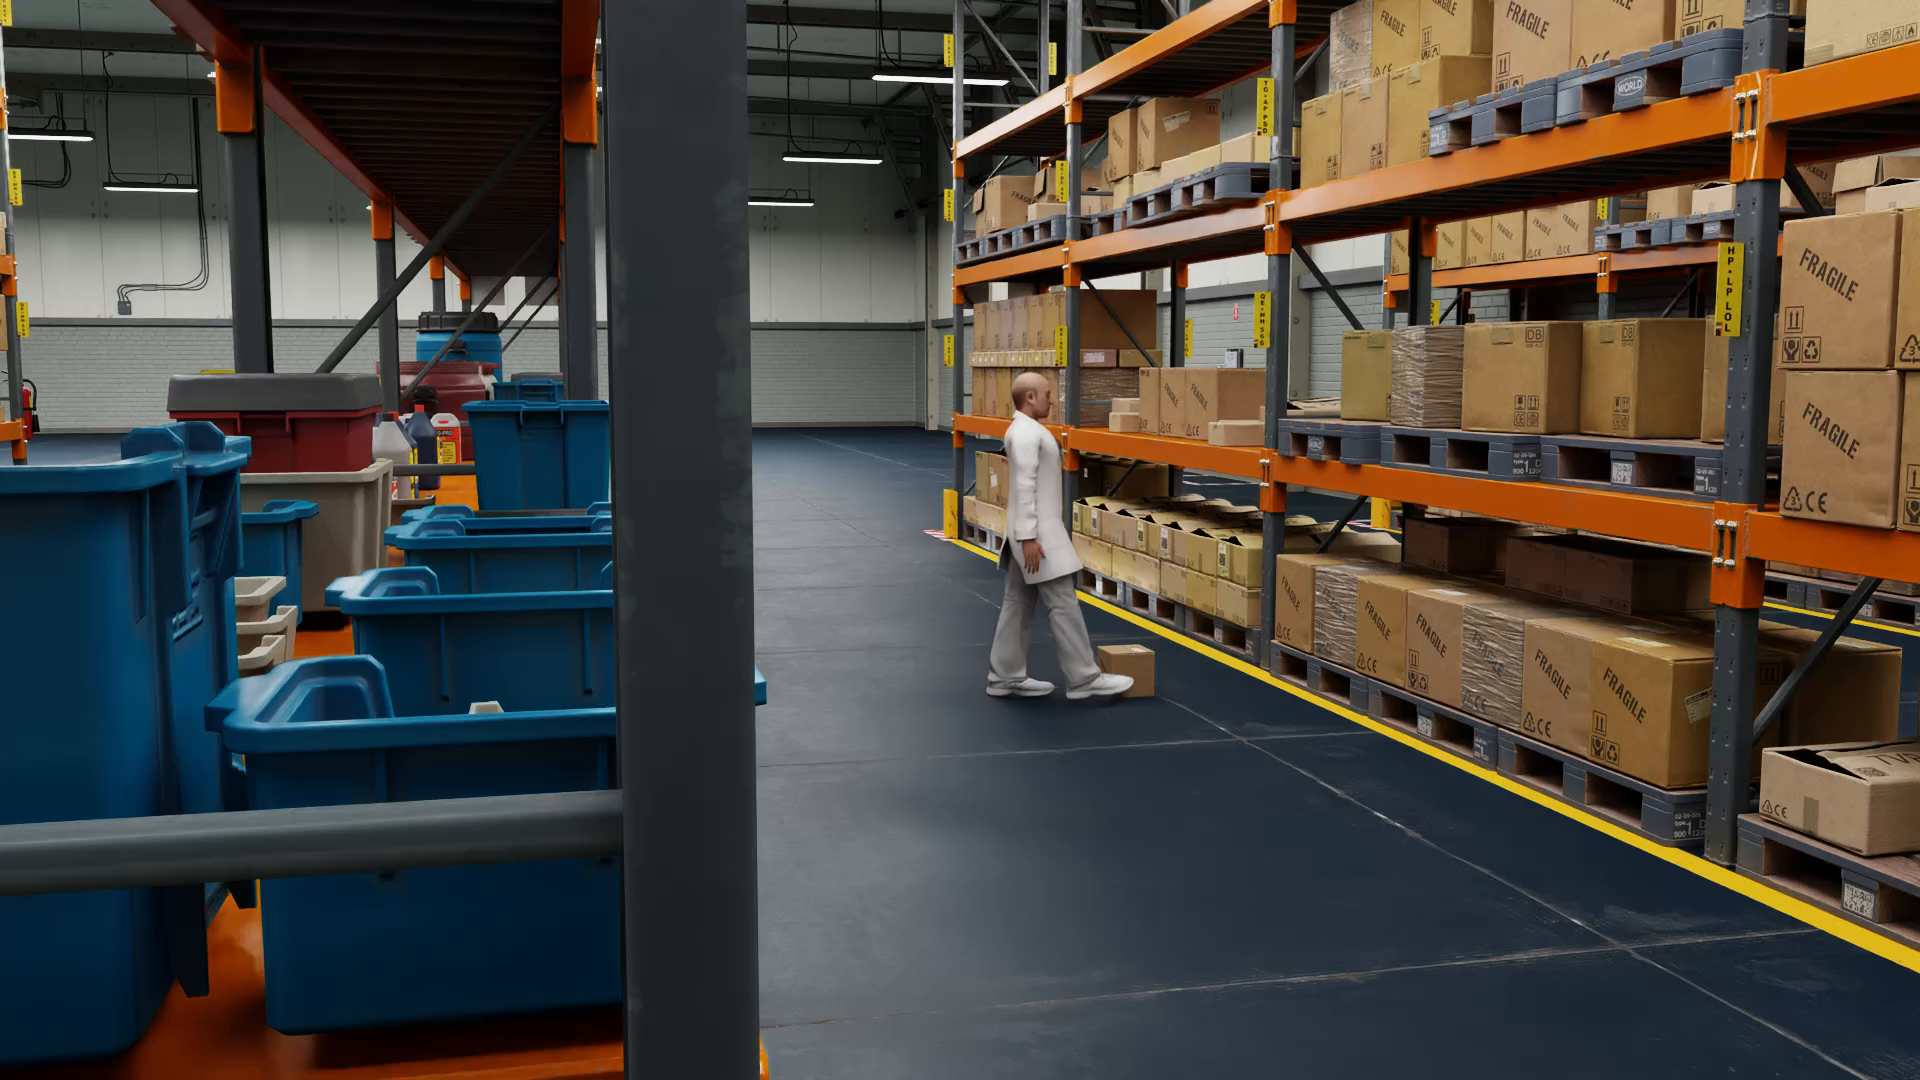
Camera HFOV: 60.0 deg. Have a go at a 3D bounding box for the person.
[{"bbox_3d":[0.536,-0.023,9.040,0.774,1.766,0.576,-1,6,-8],"label":"person"}]
